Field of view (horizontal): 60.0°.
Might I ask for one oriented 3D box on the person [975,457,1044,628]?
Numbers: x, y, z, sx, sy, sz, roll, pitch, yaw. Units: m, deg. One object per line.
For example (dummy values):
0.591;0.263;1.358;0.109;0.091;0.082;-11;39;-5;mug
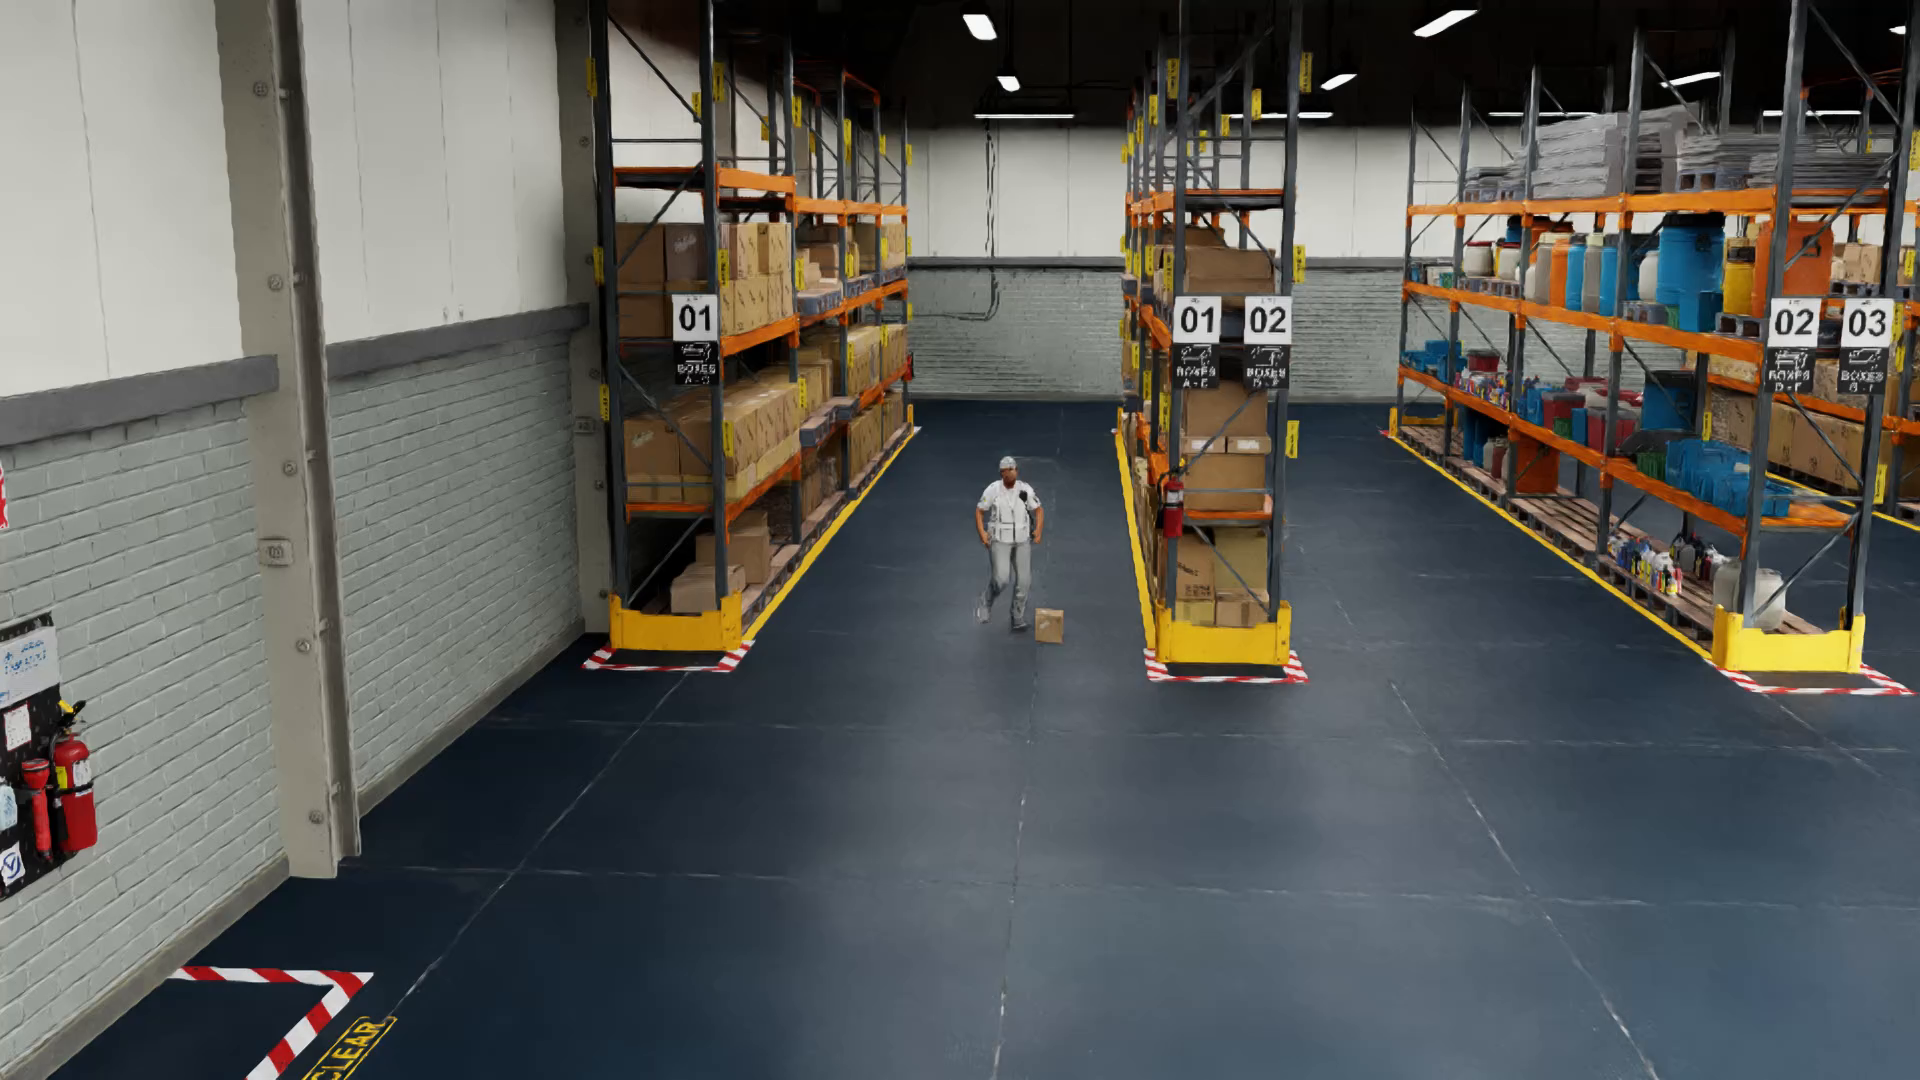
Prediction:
0.505;0.024;15.899;0.652;1.639;0.493;-3;11;-16;person
